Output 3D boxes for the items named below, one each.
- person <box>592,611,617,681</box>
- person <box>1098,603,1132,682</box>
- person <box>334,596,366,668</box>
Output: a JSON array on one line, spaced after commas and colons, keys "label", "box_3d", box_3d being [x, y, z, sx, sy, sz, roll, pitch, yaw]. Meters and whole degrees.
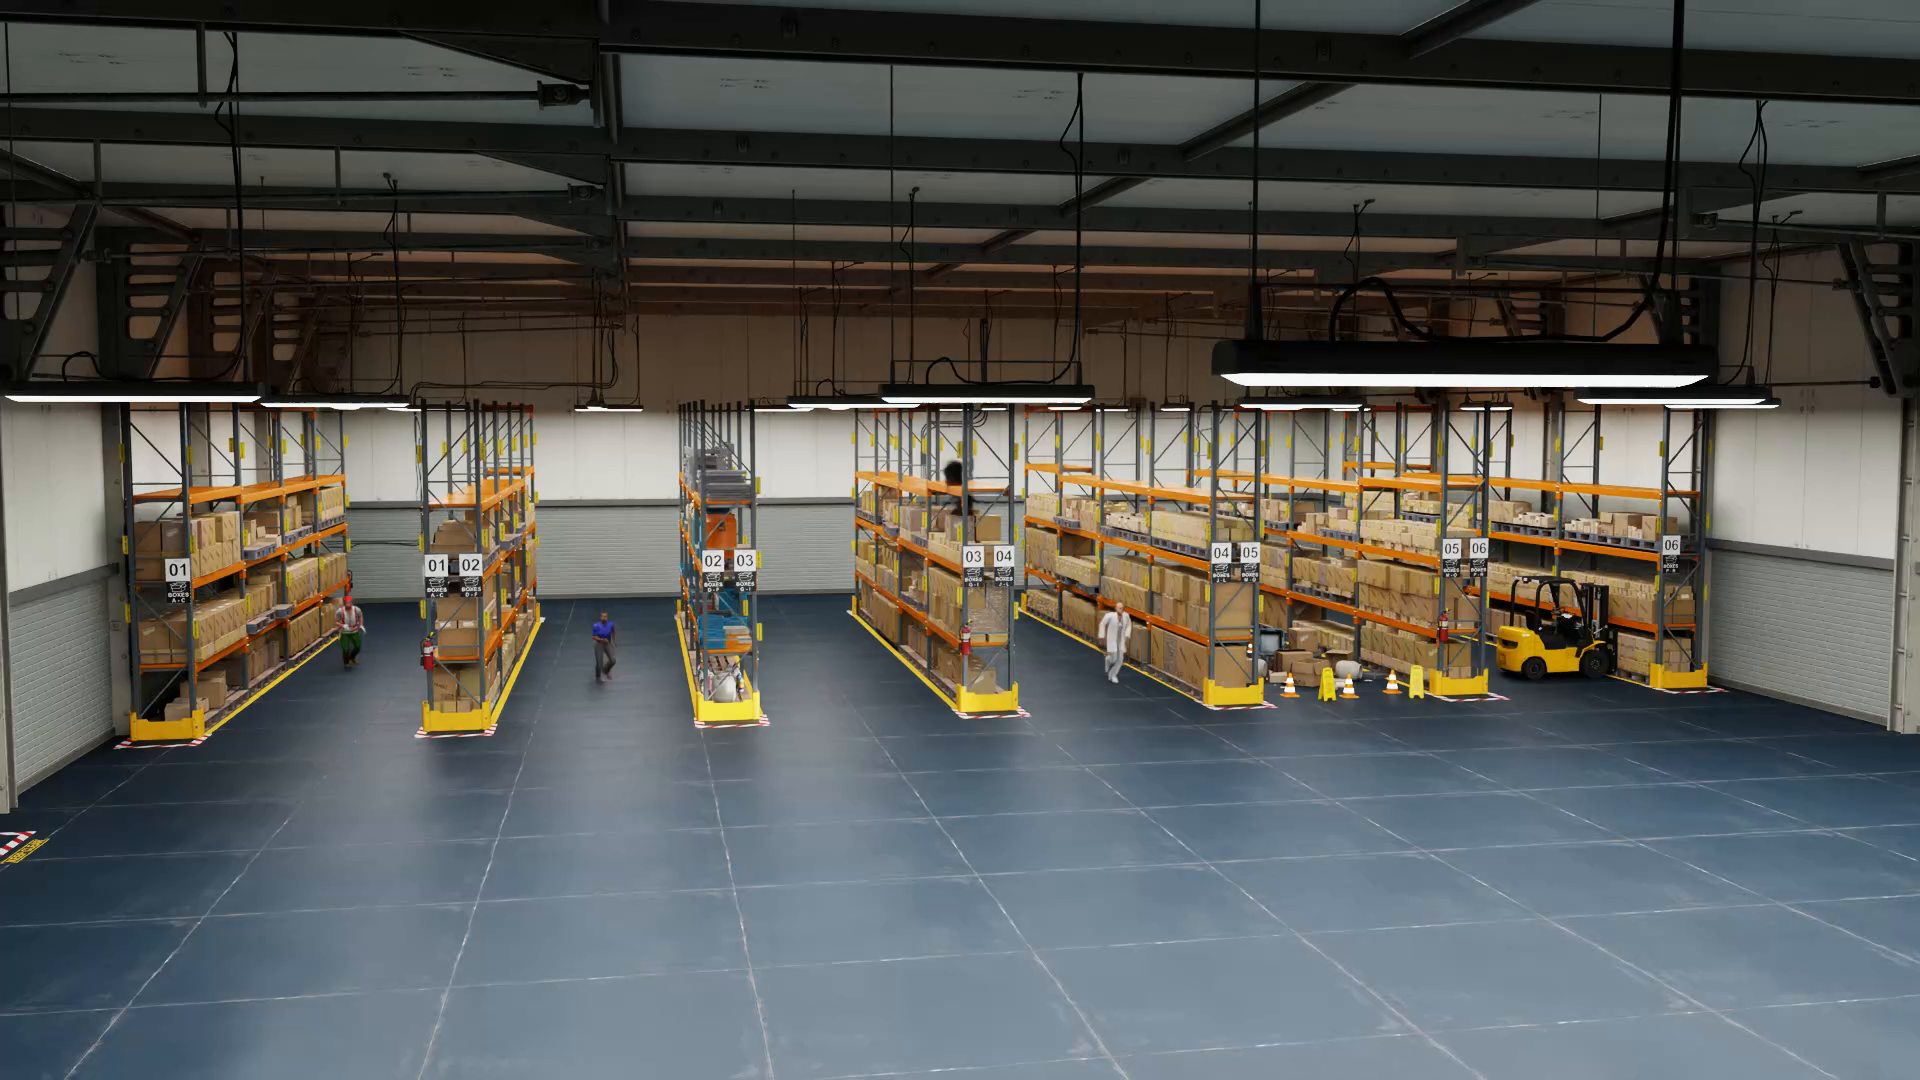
[{"label": "person", "box_3d": [-7.579, 2.274, 35.466, 0.583, 1.547, 0.825, -2, 5, -29]}, {"label": "person", "box_3d": [3.329, 2.179, 35.718, 0.702, 1.713, 0.716, -2, 5, -25]}, {"label": "person", "box_3d": [-13.708, 2.074, 37.377, 0.684, 1.670, 0.765, -3, 5, -31]}]
